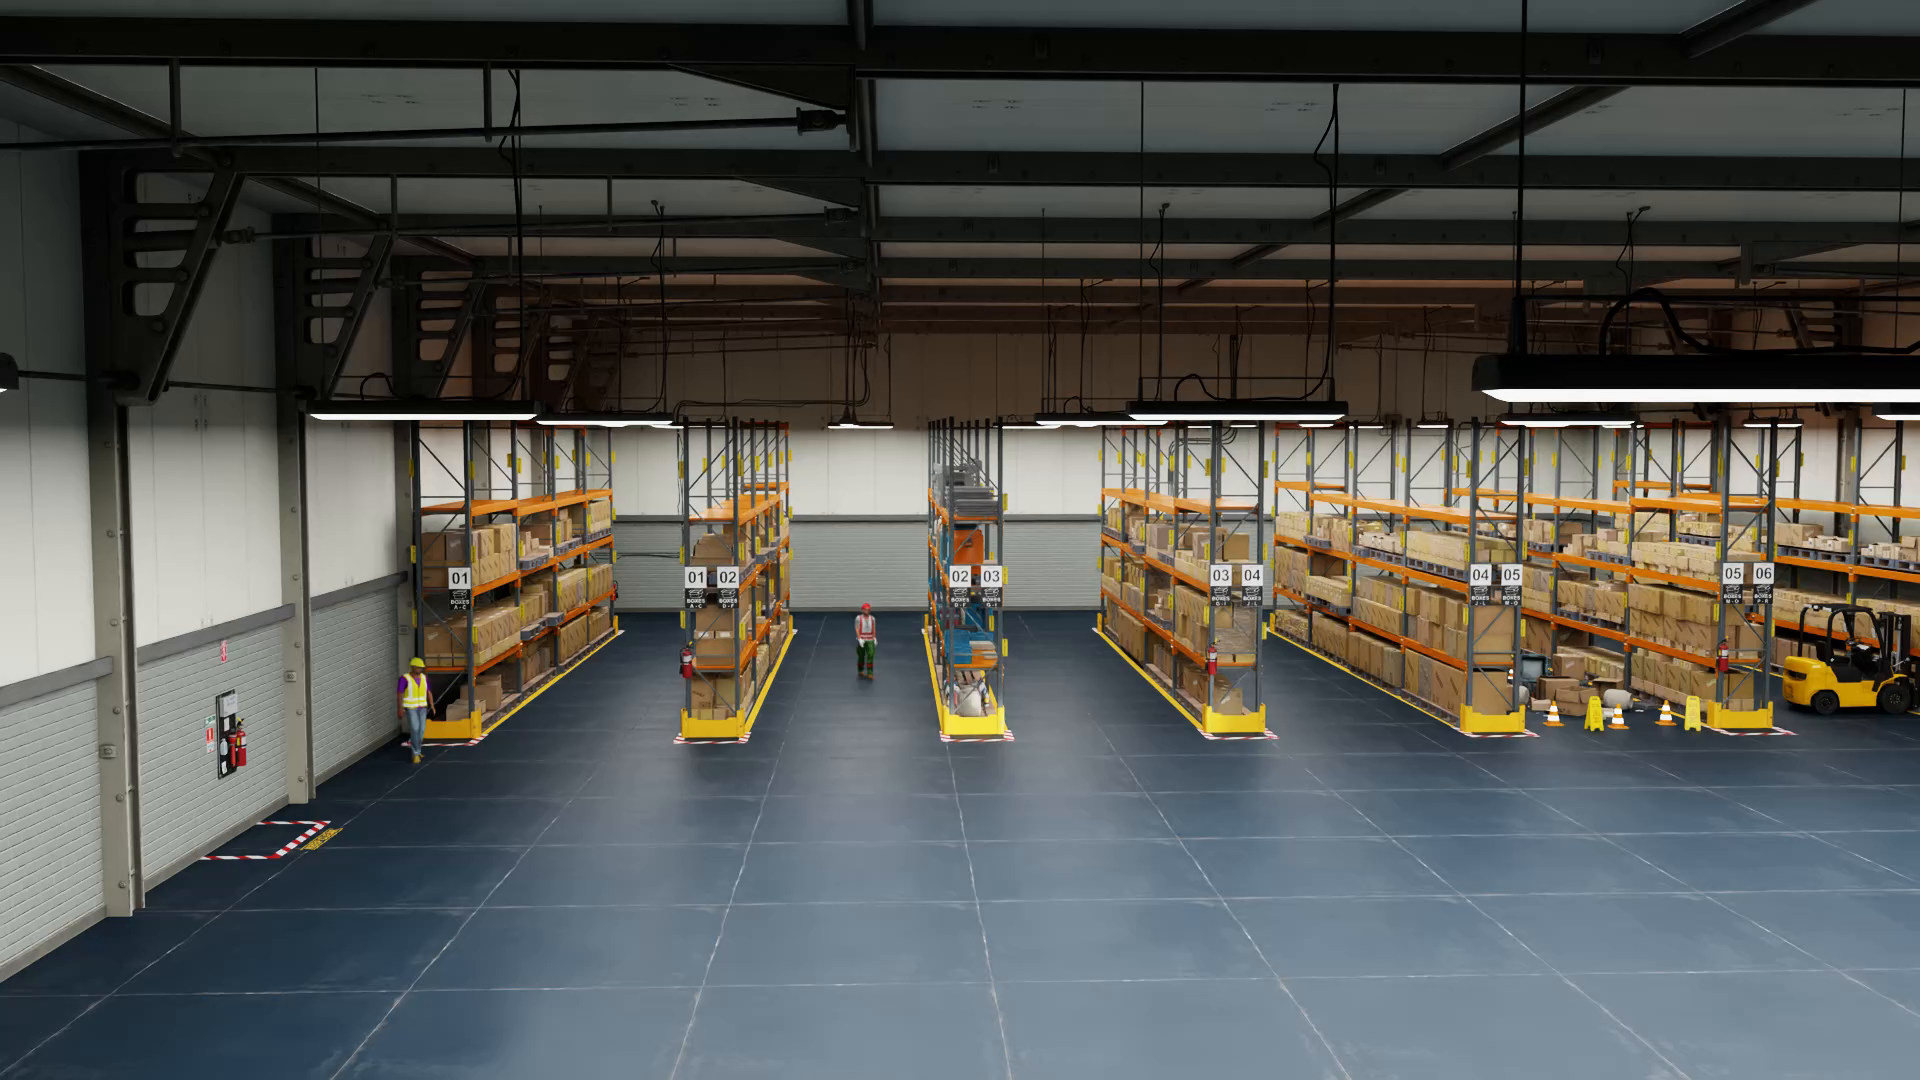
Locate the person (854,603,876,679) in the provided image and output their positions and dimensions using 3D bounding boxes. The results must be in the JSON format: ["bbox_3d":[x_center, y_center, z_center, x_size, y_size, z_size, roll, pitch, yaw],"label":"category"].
[{"bbox_3d":[-2.156,2.326,38.504,0.560,1.728,0.995,-1,4,-17],"label":"person"}]

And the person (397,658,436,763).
[{"bbox_3d":[-9.451,2.977,28.987,0.532,1.832,0.596,3,5,40],"label":"person"}]
